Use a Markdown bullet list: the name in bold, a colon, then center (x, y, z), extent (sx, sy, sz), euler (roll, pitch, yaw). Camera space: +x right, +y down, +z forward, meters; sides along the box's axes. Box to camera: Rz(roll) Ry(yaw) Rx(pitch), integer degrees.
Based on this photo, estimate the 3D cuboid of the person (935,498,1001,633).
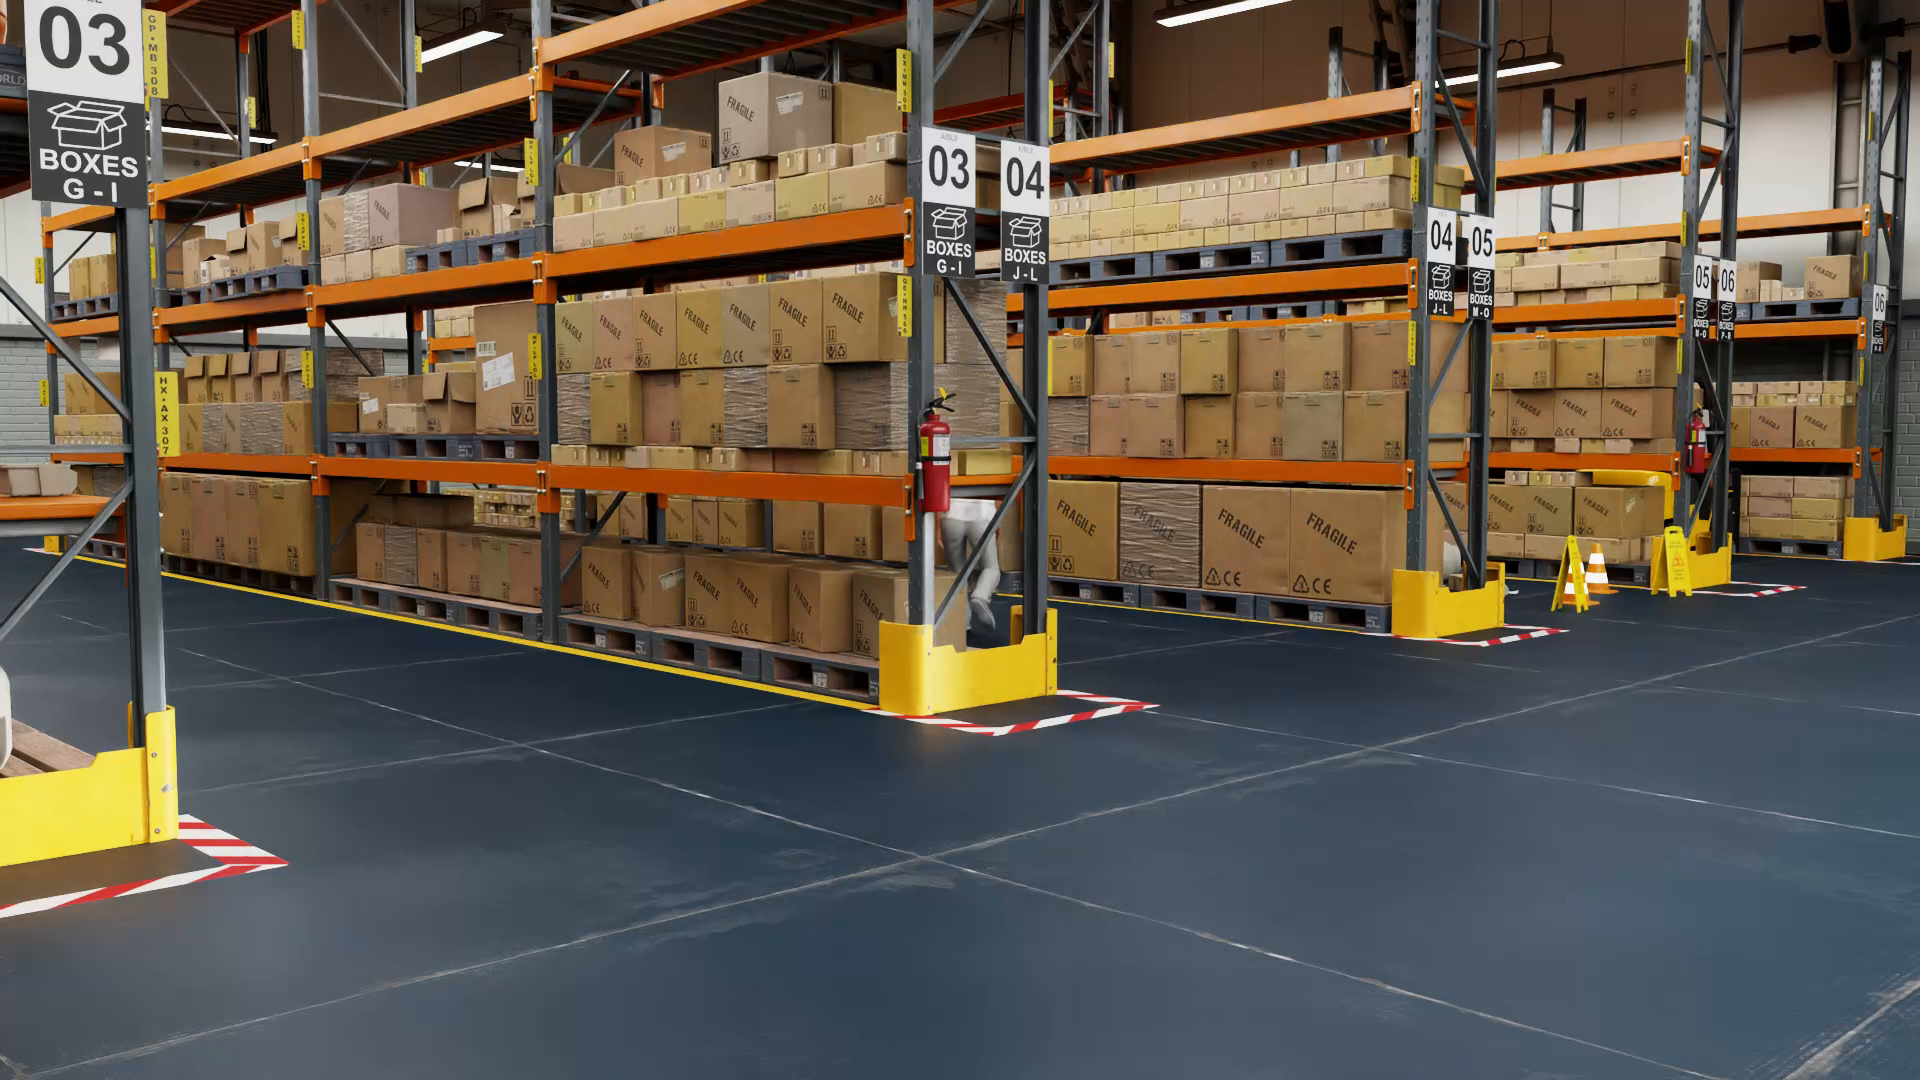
- **person**: center (0.052, -0.099, 12.500), extent (0.499, 1.628, 0.769), euler (0, 4, 4)
